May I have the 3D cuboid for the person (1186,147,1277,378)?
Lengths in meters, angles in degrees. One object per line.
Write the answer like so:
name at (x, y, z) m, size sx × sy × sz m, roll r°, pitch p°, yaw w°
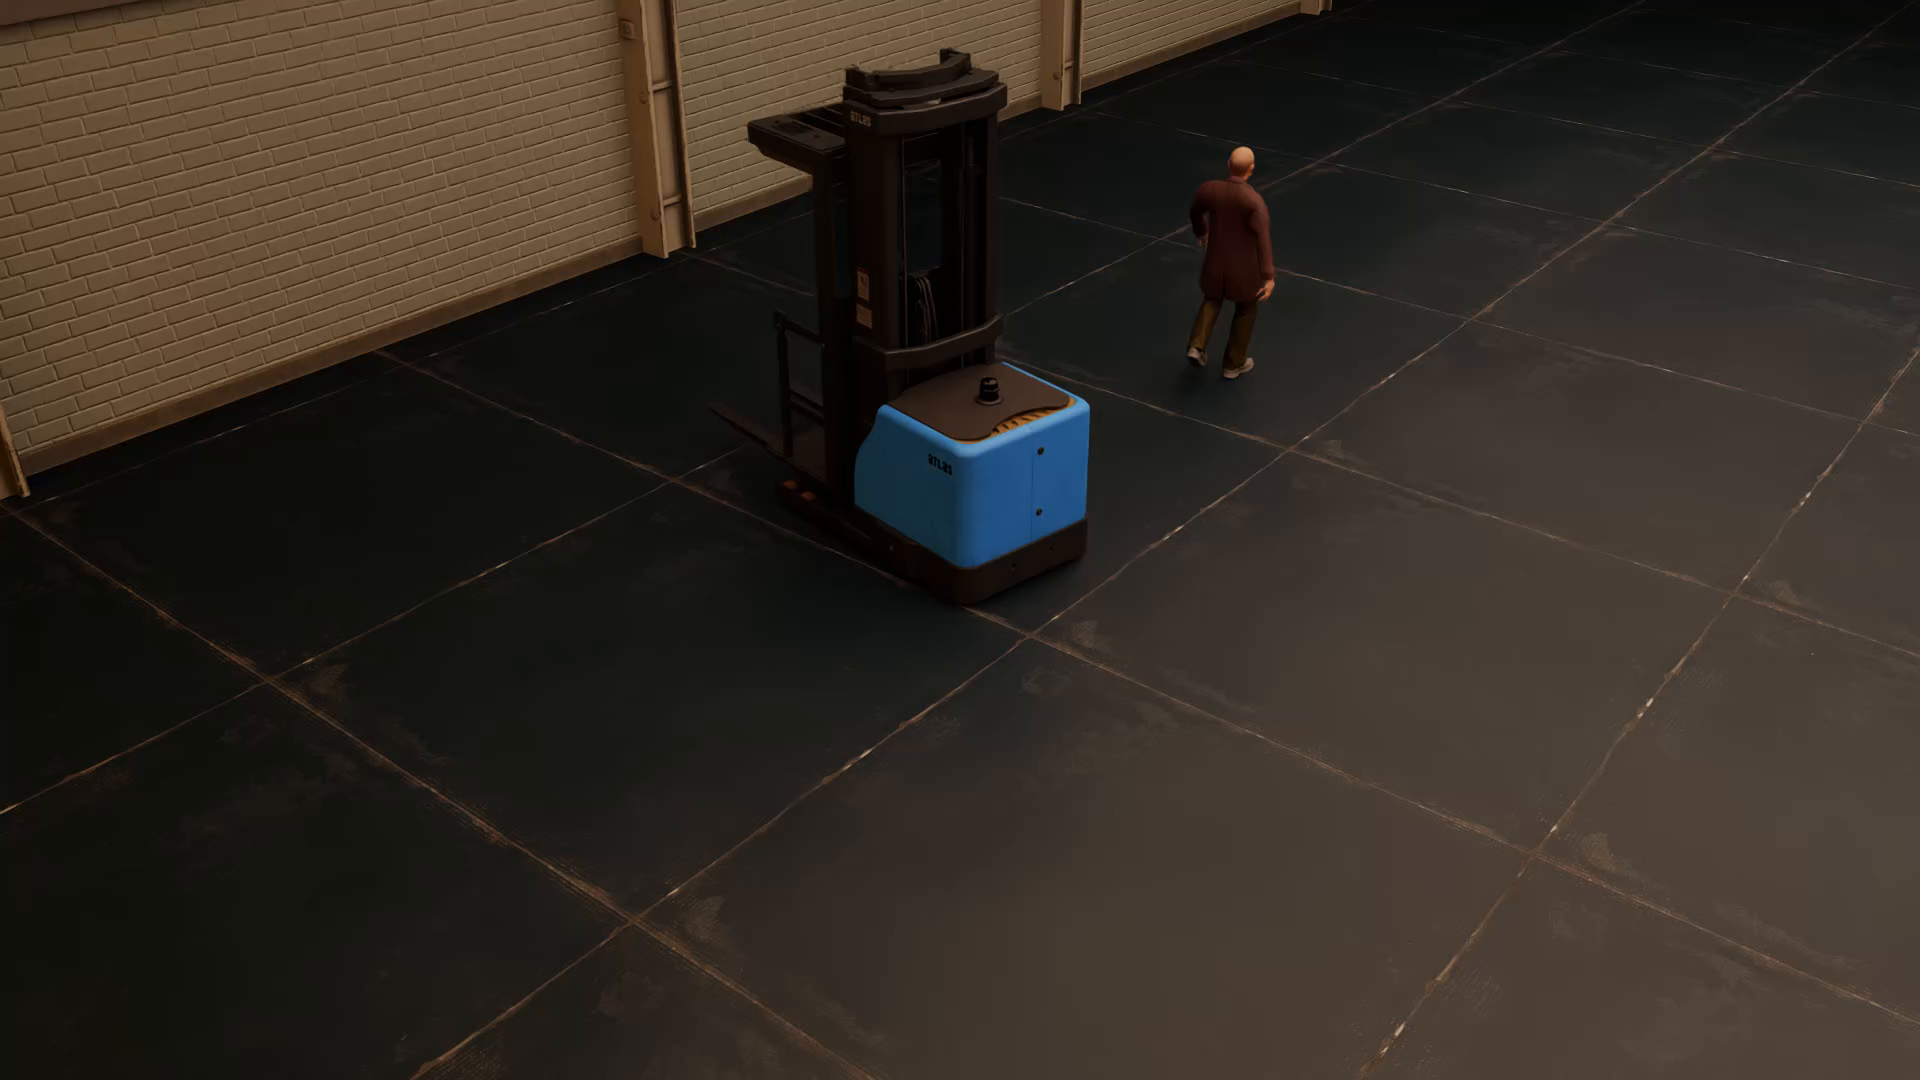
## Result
person at (1.984, -2.002, 12.215) m, size 0.852 × 1.732 × 0.651 m, roll 20°, pitch 36°, yaw 30°

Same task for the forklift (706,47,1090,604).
forklift at (-0.555, -1.559, 10.264) m, size 1.130 × 2.935 × 3.031 m, roll -23°, pitch 38°, yaw -34°
